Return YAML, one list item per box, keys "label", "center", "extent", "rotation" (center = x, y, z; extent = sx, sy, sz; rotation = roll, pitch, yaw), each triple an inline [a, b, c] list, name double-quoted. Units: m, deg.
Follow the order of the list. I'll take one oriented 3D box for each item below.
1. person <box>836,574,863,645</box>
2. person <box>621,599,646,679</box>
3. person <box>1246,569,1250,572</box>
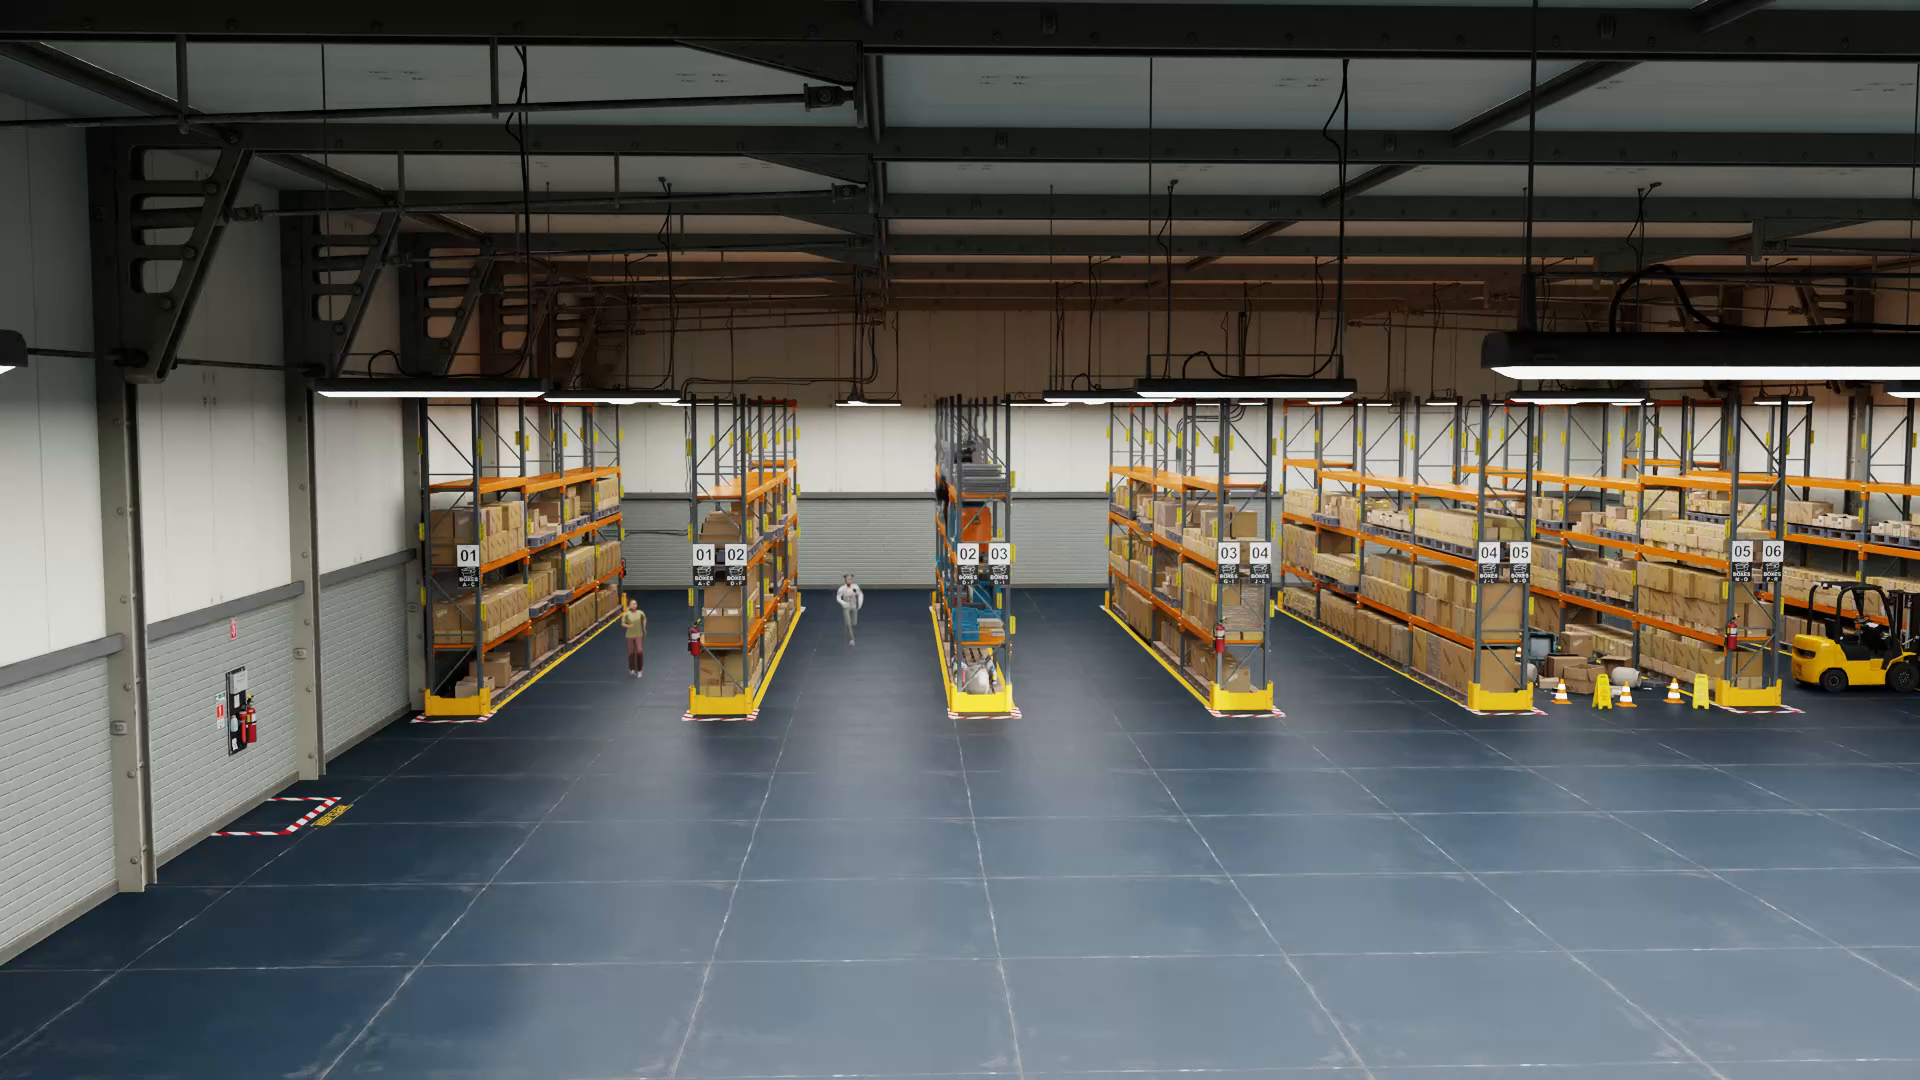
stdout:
- label: "person"
  center: [-2.558, 1.595, 38.583]
  extent: [0.650, 1.661, 0.654]
  rotation: [-1, 5, -17]
- label: "person"
  center: [-6.948, 2.096, 35.477]
  extent: [0.542, 1.700, 0.708]
  rotation: [-1, 5, -14]
- label: "person"
  center: [8.611, 1.113, 48.720]
  extent: [0.604, 1.593, 0.646]
  rotation: [-1, 5, -18]
